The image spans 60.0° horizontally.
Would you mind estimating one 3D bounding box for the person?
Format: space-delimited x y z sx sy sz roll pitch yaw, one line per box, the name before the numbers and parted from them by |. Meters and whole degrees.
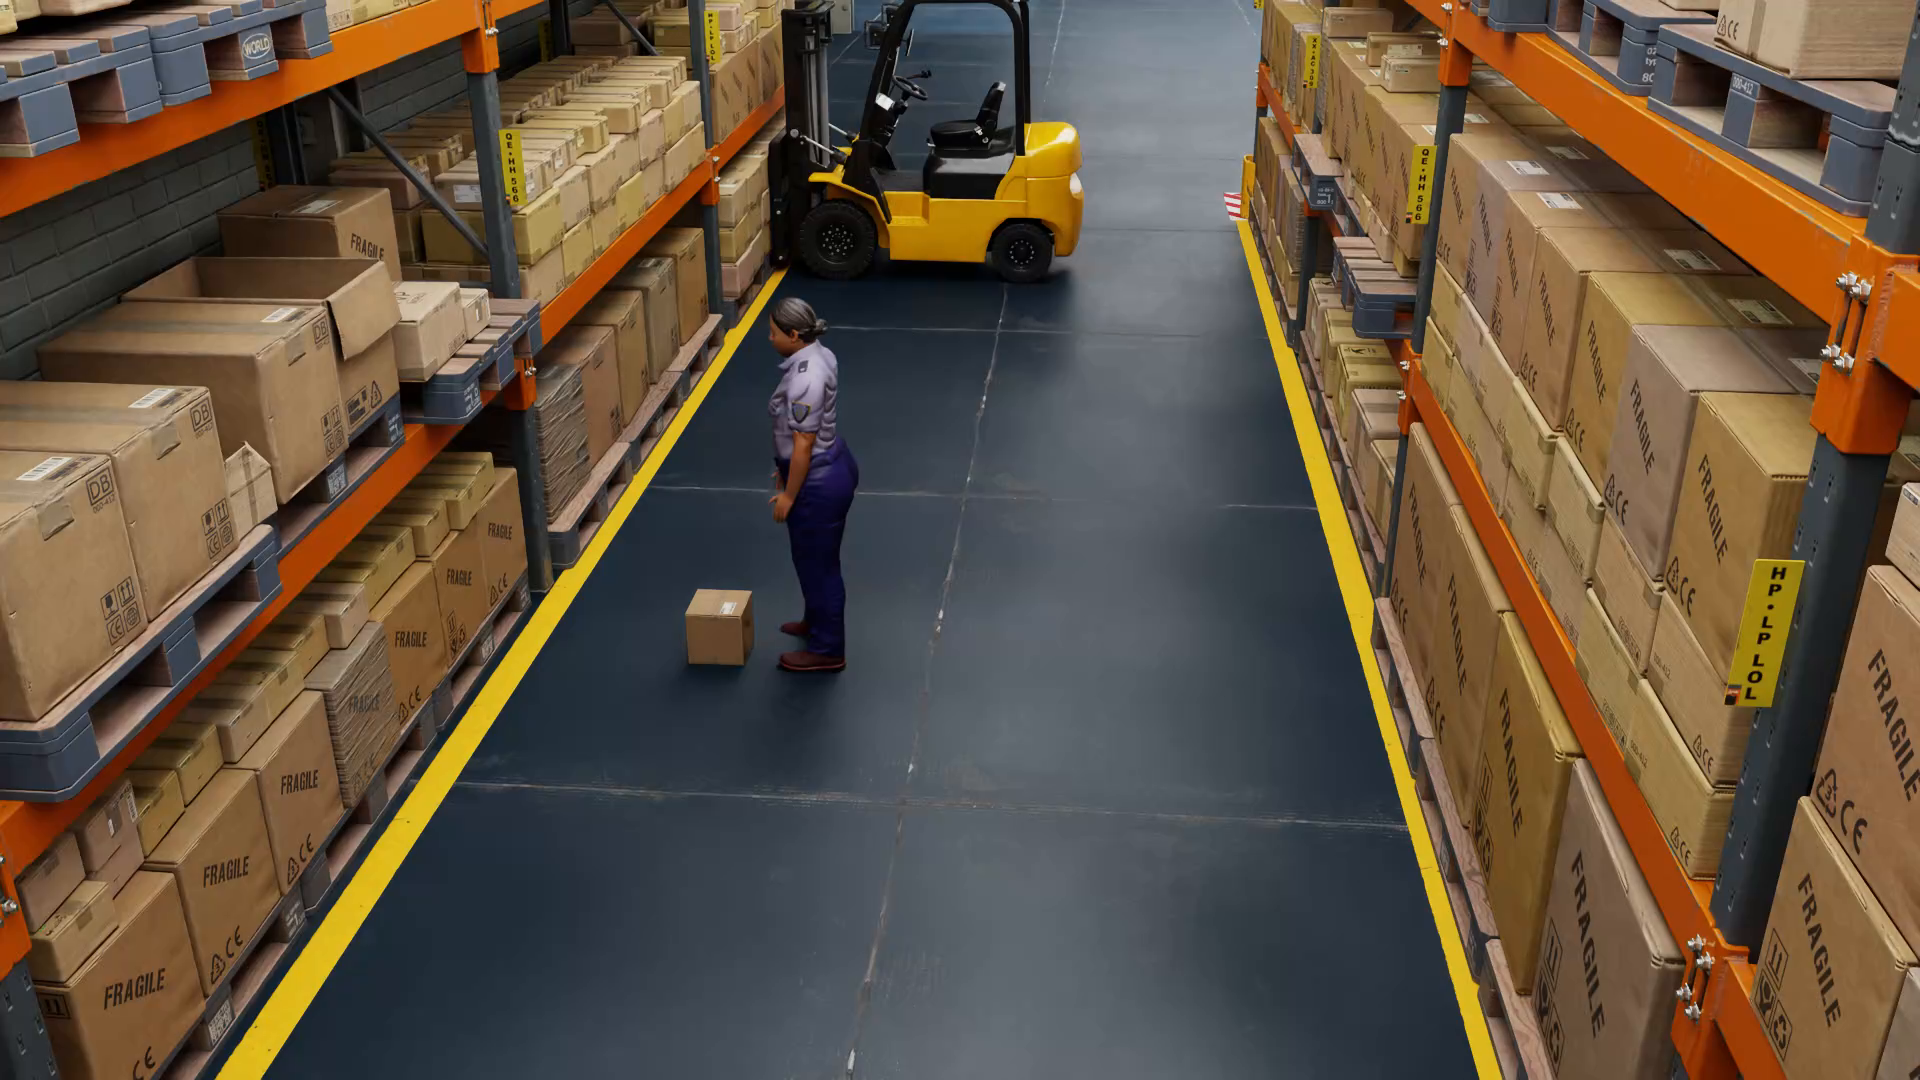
person | -0.646 -0.235 7.151 0.411 1.676 0.527 2 25 4
